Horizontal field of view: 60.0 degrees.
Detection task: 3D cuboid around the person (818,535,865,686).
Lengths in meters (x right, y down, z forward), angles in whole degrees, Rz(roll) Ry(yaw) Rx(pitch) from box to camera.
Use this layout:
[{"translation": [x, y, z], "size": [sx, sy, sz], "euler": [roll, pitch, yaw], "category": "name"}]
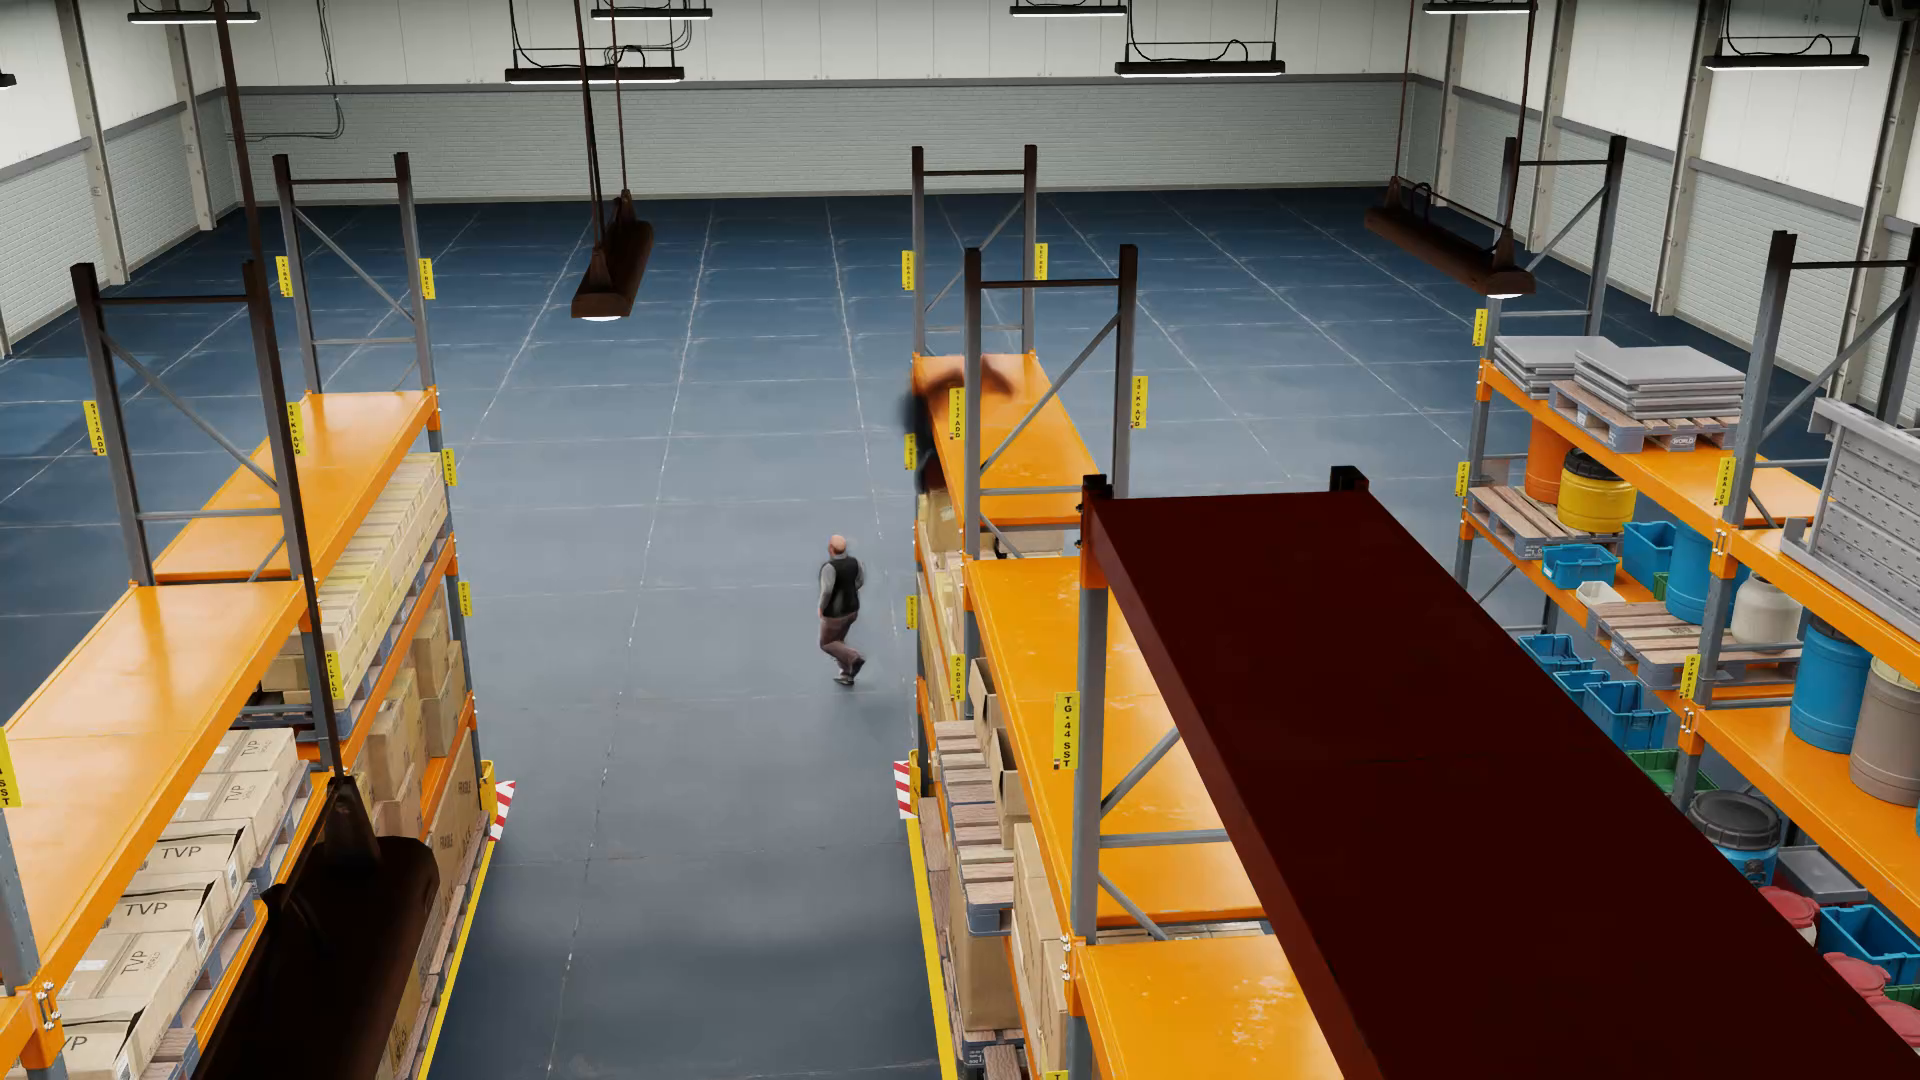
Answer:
[{"translation": [-1.238, 0.769, 17.439], "size": [0.650, 1.695, 0.674], "euler": [17, 27, 36], "category": "person"}]
